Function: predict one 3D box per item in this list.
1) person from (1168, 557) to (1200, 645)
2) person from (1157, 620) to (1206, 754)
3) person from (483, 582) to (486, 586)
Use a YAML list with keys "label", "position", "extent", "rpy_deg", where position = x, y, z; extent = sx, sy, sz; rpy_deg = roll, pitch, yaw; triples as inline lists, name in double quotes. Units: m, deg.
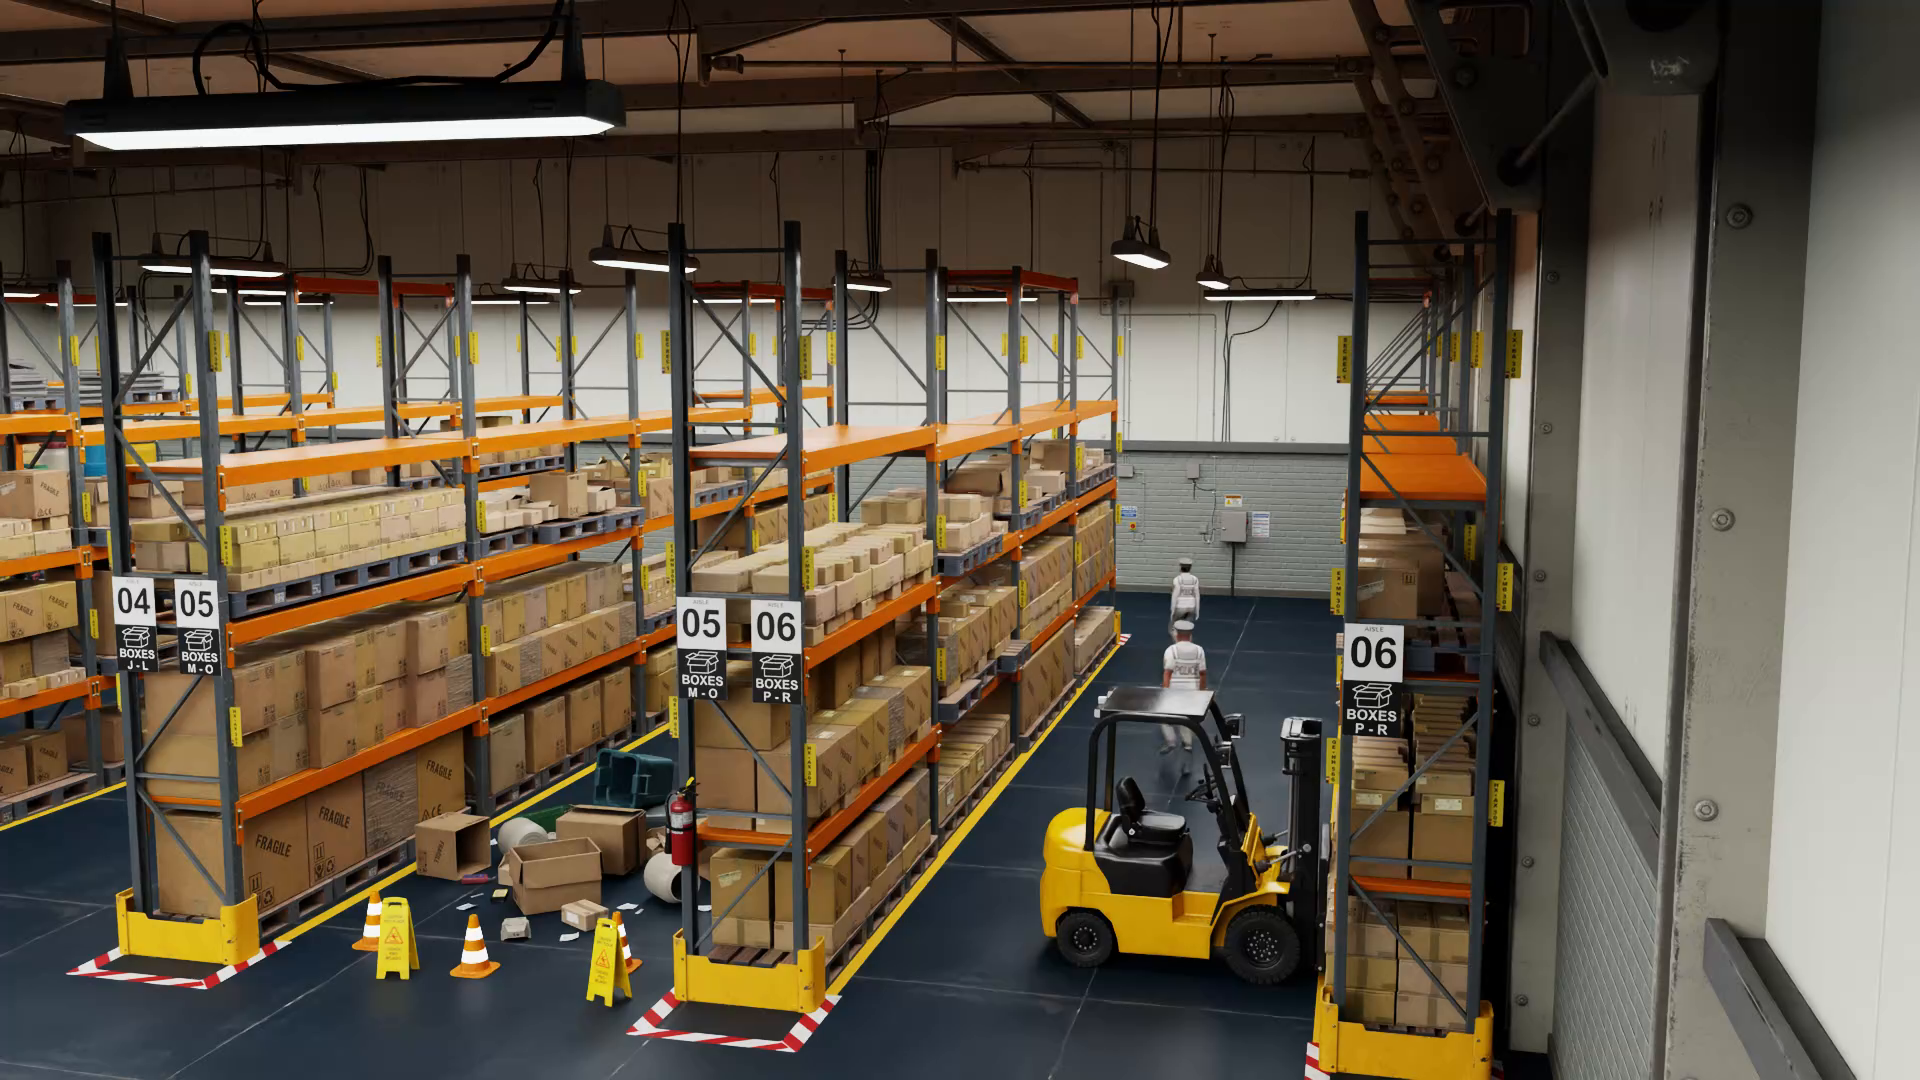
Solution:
- label: "person"
  position: [3.573, 1.123, 26.376]
  extent: [0.526, 1.677, 0.433]
  rpy_deg: [-2, 7, -19]
- label: "person"
  position: [2.639, 1.765, 19.819]
  extent: [0.571, 1.619, 0.540]
  rpy_deg: [-1, 7, -10]
- label: "person"
  position: [-7.052, 1.381, 24.610]
  extent: [0.457, 1.539, 0.972]
  rpy_deg: [2, 7, 14]
